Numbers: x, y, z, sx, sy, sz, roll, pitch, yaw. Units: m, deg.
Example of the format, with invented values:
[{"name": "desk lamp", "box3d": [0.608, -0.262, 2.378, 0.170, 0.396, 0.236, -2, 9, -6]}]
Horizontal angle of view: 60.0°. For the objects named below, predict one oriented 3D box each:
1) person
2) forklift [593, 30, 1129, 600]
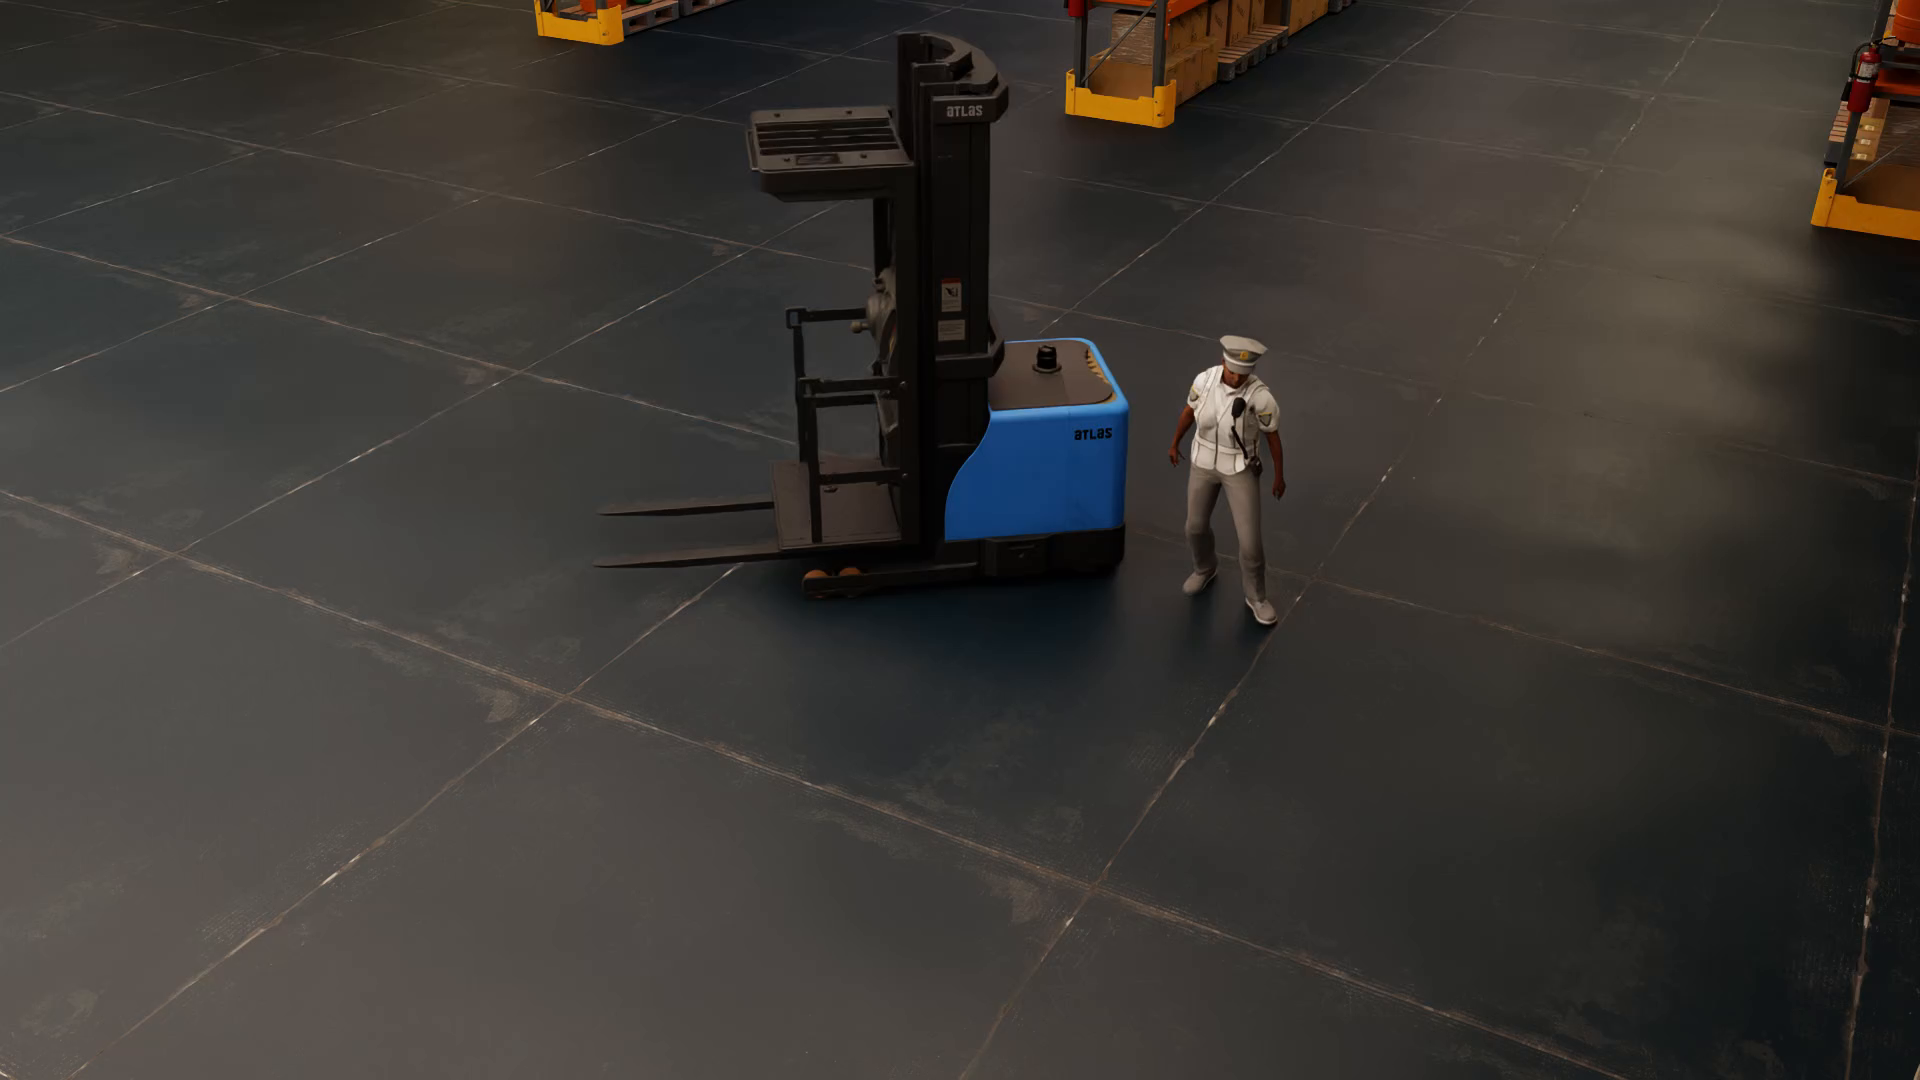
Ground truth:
[{"name": "person", "box3d": [1.466, -0.371, 9.052, 0.796, 1.626, 0.424, 18, 35, 28]}, {"name": "forklift", "box3d": [-0.610, -1.213, 9.173, 3.031, 2.935, 1.130, -4, 30, -8]}]
